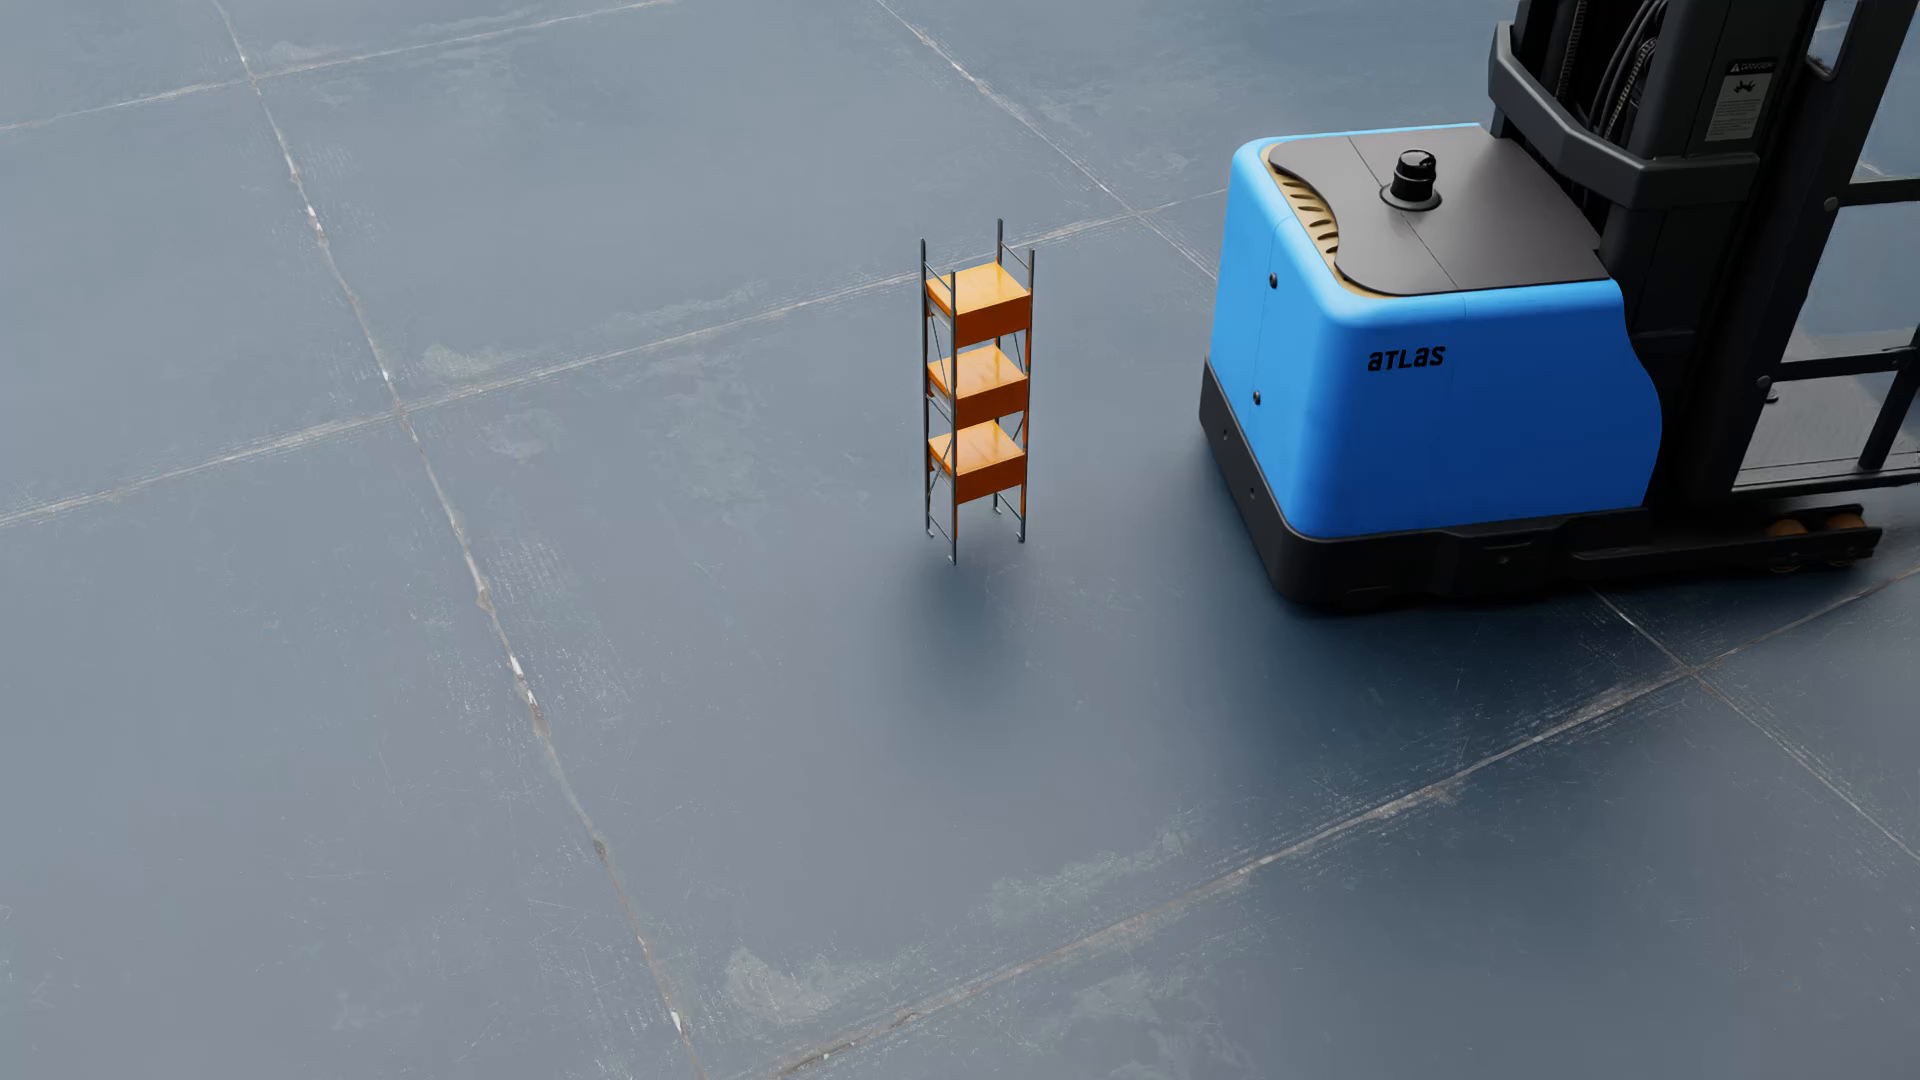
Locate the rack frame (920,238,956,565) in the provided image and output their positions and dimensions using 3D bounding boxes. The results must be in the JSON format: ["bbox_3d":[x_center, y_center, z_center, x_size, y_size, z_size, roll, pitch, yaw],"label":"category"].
[{"bbox_3d":[-0.061,-0.380,4.887,0.008,1.050,0.200,-19,44,-21],"label":"rack frame"}]

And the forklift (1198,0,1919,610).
[{"bbox_3d":[2.370,-1.351,4.578,3.031,2.935,1.130,-6,41,-7],"label":"forklift"}]

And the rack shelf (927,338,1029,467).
[{"bbox_3d":[0.047,-0.409,4.937,0.240,0.259,0.215,-19,44,-21],"label":"rack shelf"}]

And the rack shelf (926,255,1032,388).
[{"bbox_3d":[0.047,-0.625,4.753,0.240,0.259,0.215,-19,44,-21],"label":"rack shelf"}]

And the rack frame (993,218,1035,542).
[{"bbox_3d":[0.156,-0.453,4.973,0.008,1.050,0.200,-19,44,-21],"label":"rack frame"}]

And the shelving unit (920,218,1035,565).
[{"bbox_3d":[0.047,-0.417,4.930,0.252,1.050,0.215,-19,44,-21],"label":"shelving unit"}]

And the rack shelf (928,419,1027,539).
[{"bbox_3d":[0.047,-0.196,5.116,0.240,0.259,0.215,-19,44,-21],"label":"rack shelf"}]
